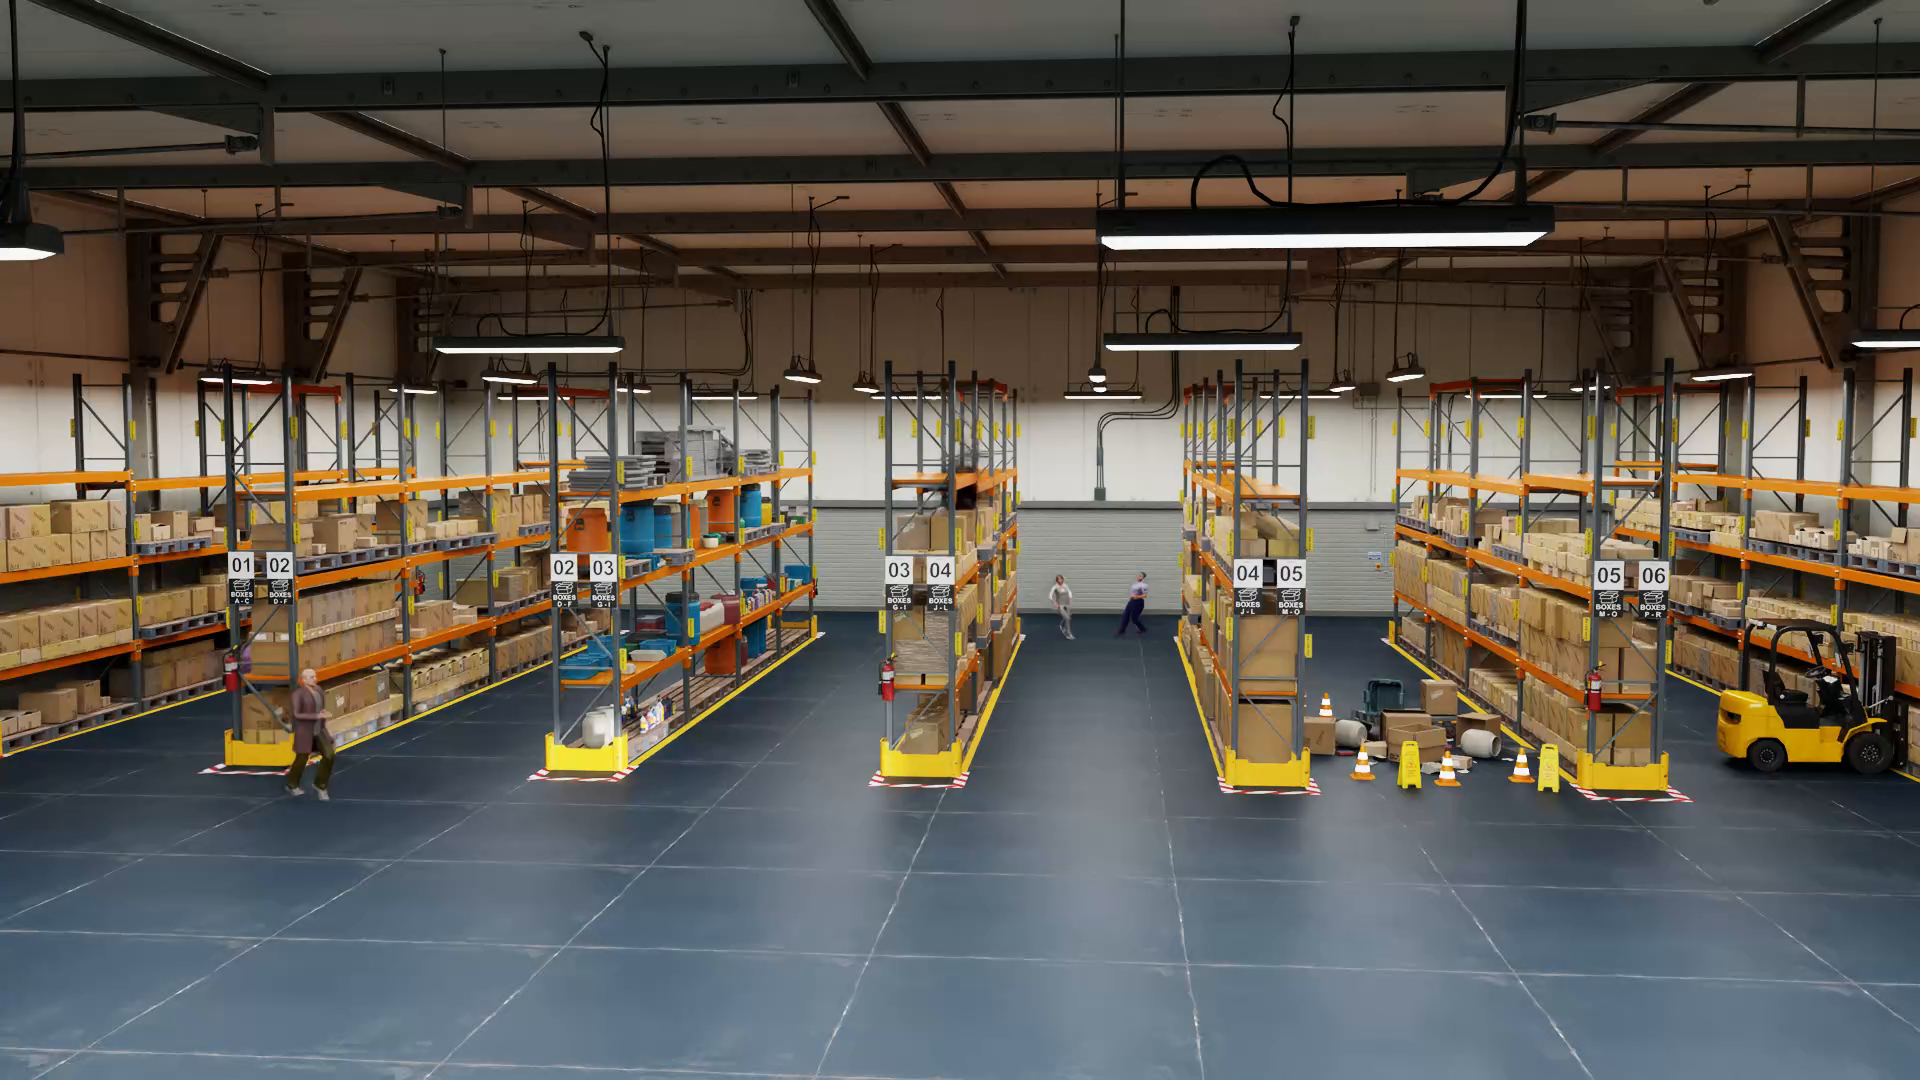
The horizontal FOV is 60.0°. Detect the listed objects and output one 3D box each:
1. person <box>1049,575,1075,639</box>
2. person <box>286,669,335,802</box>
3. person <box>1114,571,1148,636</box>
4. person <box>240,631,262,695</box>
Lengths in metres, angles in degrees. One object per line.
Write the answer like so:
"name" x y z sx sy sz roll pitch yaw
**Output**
"person" 2.432 1.601 39.973 0.590 1.541 0.644 -2 4 -23
"person" -8.774 2.645 22.461 0.907 1.834 0.668 2 4 30
"person" 4.213 1.552 40.324 0.781 1.600 0.738 -1 4 -18
"person" -11.981 2.344 28.180 0.538 1.605 0.877 0 4 -7
